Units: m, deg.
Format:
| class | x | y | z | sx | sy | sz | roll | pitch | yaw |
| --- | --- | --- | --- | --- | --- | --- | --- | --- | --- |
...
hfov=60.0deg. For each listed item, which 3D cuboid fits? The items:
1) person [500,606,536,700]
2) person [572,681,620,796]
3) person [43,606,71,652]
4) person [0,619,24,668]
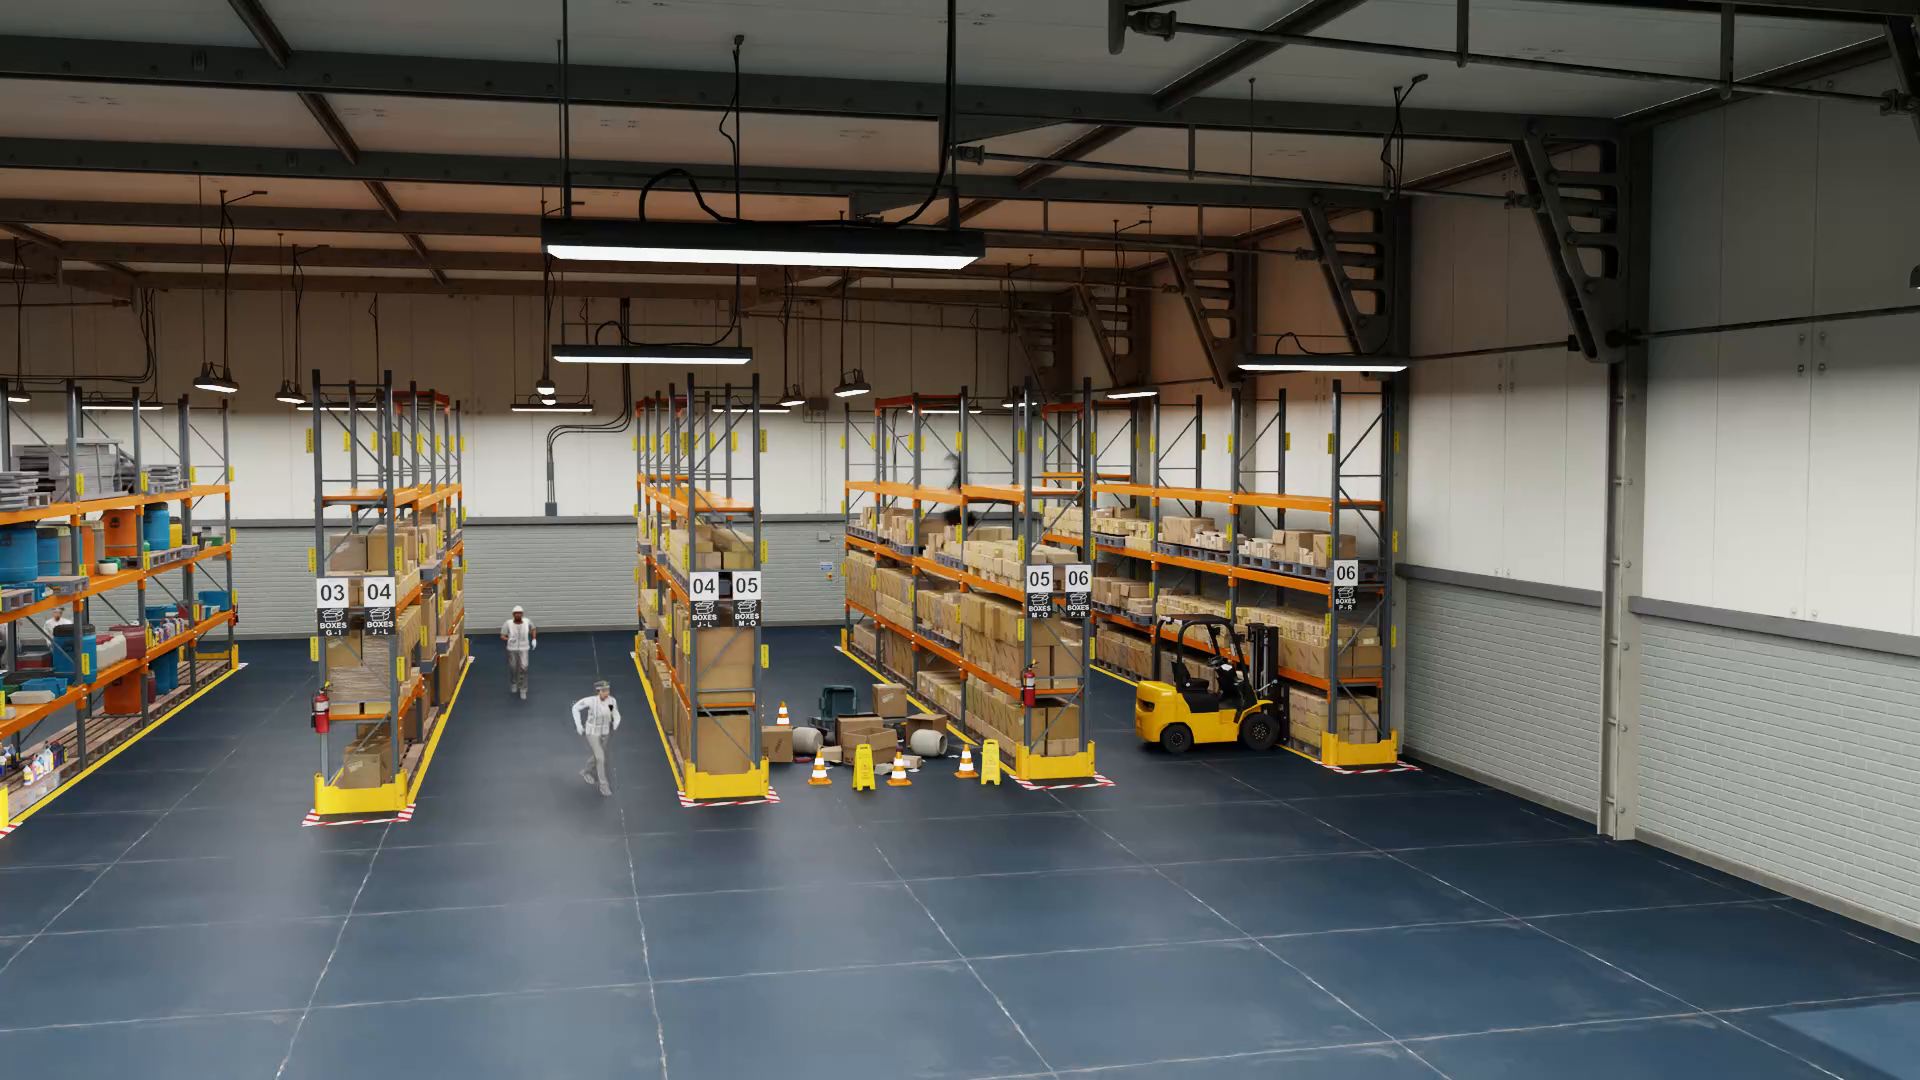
| class | x | y | z | sx | sy | sz | roll | pitch | yaw |
| --- | --- | --- | --- | --- | --- | --- | --- | --- | --- |
| person | -8.740 | 2.213 | 32.896 | 0.698 | 1.832 | 0.850 | -1 | 3 | -19 |
| person | -5.248 | 2.836 | 23.913 | 0.654 | 1.698 | 0.881 | -3 | 4 | -39 |
| person | -18.525 | 2.202 | 34.187 | 0.612 | 1.724 | 0.758 | -1 | 4 | -21 |
| person | -21.091 | 2.032 | 36.838 | 0.657 | 1.803 | 0.707 | 0 | 3 | 2 |
